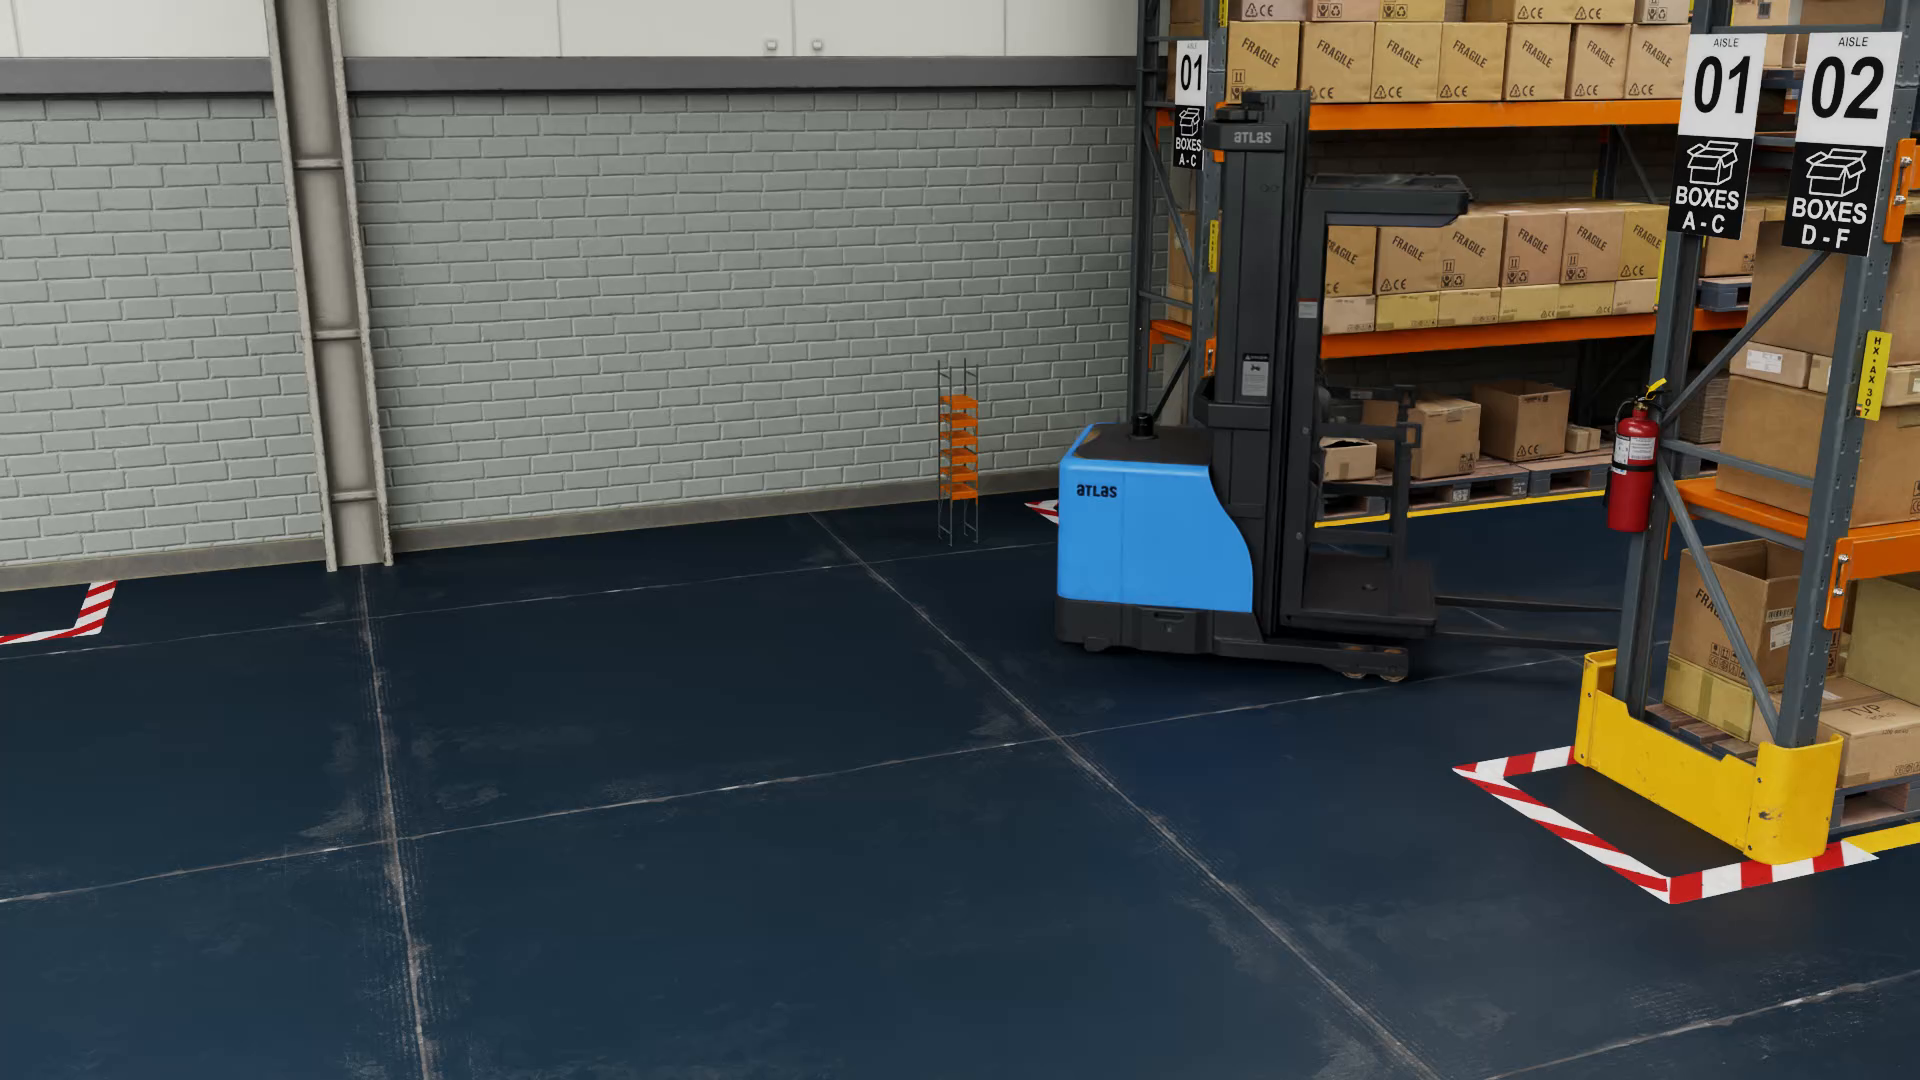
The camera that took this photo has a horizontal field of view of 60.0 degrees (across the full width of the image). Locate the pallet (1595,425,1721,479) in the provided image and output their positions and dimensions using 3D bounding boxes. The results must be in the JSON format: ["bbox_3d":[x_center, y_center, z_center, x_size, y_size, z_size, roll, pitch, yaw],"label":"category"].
[{"bbox_3d":[5.887,-0.752,13.284,1.213,0.211,1.003,-6,17,-20],"label":"pallet"}]

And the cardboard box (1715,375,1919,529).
[{"bbox_3d":[3.642,-0.396,6.946,0.500,0.500,0.700,-6,17,-20],"label":"cardboard box"}]

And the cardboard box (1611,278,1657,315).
[{"bbox_3d":[4.826,-1.821,12.206,0.500,0.250,0.500,-6,17,-20],"label":"cardboard box"}]

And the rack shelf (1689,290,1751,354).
[{"bbox_3d":[7.028,-1.867,13.410,4.000,0.370,1.077,-6,17,-20],"label":"rack shelf"}]

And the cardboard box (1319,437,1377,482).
[{"bbox_3d":[2.636,-0.632,11.918,0.500,0.311,0.500,-5,17,-15],"label":"cardboard box"}]

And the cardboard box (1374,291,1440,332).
[{"bbox_3d":[2.952,-1.617,11.511,0.500,0.250,0.500,-6,18,-21],"label":"cardboard box"}]

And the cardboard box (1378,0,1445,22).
[{"bbox_3d":[2.833,-3.651,10.896,0.500,0.500,0.500,-6,17,-19],"label":"cardboard box"}]

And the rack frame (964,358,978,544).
[{"bbox_3d":[0.072,-0.583,10.956,0.006,1.200,0.240,-6,17,-20],"label":"rack frame"}]

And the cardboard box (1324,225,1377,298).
[{"bbox_3d":[2.444,-1.921,11.217,0.500,0.500,0.500,-6,17,-20],"label":"cardboard box"}]

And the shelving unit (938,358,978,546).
[{"bbox_3d":[-0.014,-0.574,10.924,0.189,1.200,0.258,-6,17,-20],"label":"shelving unit"}]

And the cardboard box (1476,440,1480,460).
[{"bbox_3d":[3.660,-0.698,12.431,0.250,0.149,0.380,-8,18,-25],"label":"cardboard box"}]

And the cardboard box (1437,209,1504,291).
[{"bbox_3d":[3.406,-2.027,11.576,0.500,0.500,0.500,-6,17,-18],"label":"cardboard box"}]

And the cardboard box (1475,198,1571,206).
[{"bbox_3d":[4.162,-2.265,12.386,0.500,0.500,0.500,-6,17,-20],"label":"cardboard box"}]

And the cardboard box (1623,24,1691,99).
[{"bbox_3d":[4.775,-3.391,11.787,0.500,0.500,0.500,-6,17,-19],"label":"cardboard box"}]

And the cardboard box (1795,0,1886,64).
[{"bbox_3d":[3.739,-2.119,6.489,0.637,0.503,0.797,-5,17,-16],"label":"cardboard box"}]

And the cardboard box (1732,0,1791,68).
[{"bbox_3d":[5.699,-3.734,12.242,0.500,0.500,0.500,-4,17,-12],"label":"cardboard box"}]

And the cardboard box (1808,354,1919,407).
[{"bbox_3d":[3.645,-0.647,6.648,0.250,0.149,0.380,-6,18,-20],"label":"cardboard box"}]

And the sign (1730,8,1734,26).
[{"bbox_3d":[5.362,-3.556,11.643,0.005,0.325,0.100,-6,17,-20],"label":"sign"}]

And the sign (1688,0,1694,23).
[{"bbox_3d":[3.020,-2.275,6.766,0.005,0.325,0.100,-6,17,-20],"label":"sign"}]

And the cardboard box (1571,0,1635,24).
[{"bbox_3d":[4.279,-3.807,11.428,0.500,0.500,0.500,-5,17,-17],"label":"cardboard box"}]

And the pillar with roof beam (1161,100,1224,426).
[{"bbox_3d":[3.310,-3.651,7.562,0.400,9.000,9.100,-6,17,-20],"label":"pillar with roof beam"}]

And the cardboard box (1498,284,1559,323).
[{"bbox_3d":[3.894,-1.718,11.856,0.500,0.250,0.500,-6,17,-20],"label":"cardboard box"}]

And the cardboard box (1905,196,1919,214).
[{"bbox_3d":[7.305,-2.492,13.301,0.500,0.500,0.700,-6,17,-20],"label":"cardboard box"}]

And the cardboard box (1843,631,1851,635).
[{"bbox_3d":[4.525,0.577,7.945,0.500,0.250,0.500,-6,17,-20],"label":"cardboard box"}]

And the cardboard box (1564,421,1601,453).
[{"bbox_3d":[4.671,-0.801,12.749,0.250,0.166,0.380,-9,18,-27],"label":"cardboard box"}]

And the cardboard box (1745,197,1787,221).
[{"bbox_3d":[6.172,-2.367,12.876,0.500,0.500,0.700,-4,17,-14],"label":"cardboard box"}]

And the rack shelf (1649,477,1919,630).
[{"bbox_3d":[5.069,-0.161,7.600,4.000,0.370,1.077,-6,17,-20],"label":"rack shelf"}]

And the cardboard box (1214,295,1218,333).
[{"bbox_3d":[1.994,-1.511,11.150,0.500,0.250,0.500,-7,18,-22],"label":"cardboard box"}]

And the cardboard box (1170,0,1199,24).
[{"bbox_3d":[1.734,-3.696,11.051,0.500,0.500,0.500,-5,17,-18],"label":"cardboard box"}]

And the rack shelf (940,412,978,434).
[{"bbox_3d":[-0.014,-0.762,10.869,0.180,0.103,0.258,-6,17,-20],"label":"rack shelf"}]

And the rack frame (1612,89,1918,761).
[{"bbox_3d":[3.201,-0.305,6.812,0.127,3.000,1.000,-6,17,-20],"label":"rack frame"}]

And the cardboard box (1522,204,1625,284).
[{"bbox_3d":[4.365,-2.127,11.919,0.500,0.500,0.500,-6,17,-20],"label":"cardboard box"}]

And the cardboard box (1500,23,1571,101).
[{"bbox_3d":[3.796,-3.278,11.401,0.500,0.500,0.500,-7,18,-22],"label":"cardboard box"}]

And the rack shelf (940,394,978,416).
[{"bbox_3d":[-0.014,-0.877,10.835,0.180,0.103,0.258,-6,17,-20],"label":"rack shelf"}]

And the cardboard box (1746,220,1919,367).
[{"bbox_3d":[3.691,-1.024,6.782,0.500,0.500,0.700,-6,17,-20],"label":"cardboard box"}]

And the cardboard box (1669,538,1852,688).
[{"bbox_3d":[3.595,0.321,7.485,0.500,0.500,0.500,-6,17,-20],"label":"cardboard box"}]

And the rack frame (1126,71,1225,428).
[{"bbox_3d":[1.425,-1.608,11.249,0.127,3.000,1.000,-6,17,-20],"label":"rack frame"}]

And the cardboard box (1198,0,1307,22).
[{"bbox_3d":[1.872,-3.559,10.583,0.500,0.500,0.500,-8,18,-24],"label":"cardboard box"}]

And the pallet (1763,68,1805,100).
[{"bbox_3d":[5.775,-3.394,12.342,1.003,0.211,1.213,-6,17,-20],"label":"pallet"}]

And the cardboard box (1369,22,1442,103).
[{"bbox_3d":[2.825,-3.170,11.034,0.500,0.500,0.500,-5,17,-18],"label":"cardboard box"}]

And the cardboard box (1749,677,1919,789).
[{"bbox_3d":[3.782,0.818,7.125,0.500,0.250,0.500,-6,17,-20],"label":"cardboard box"}]

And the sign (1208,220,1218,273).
[{"bbox_3d":[1.619,-1.880,10.641,0.005,0.325,0.100,-6,17,-20],"label":"sign"}]

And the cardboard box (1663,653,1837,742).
[{"bbox_3d":[3.596,0.681,7.589,0.500,0.250,0.500,-6,17,-20],"label":"cardboard box"}]

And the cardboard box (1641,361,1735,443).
[{"bbox_3d":[5.842,-1.101,13.180,0.500,0.500,0.700,-6,17,-18],"label":"cardboard box"}]

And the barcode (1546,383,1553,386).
[{"bbox_3d":[4.570,-1.185,12.897,0.075,0.075,0.001,-6,17,-20],"label":"barcode"}]

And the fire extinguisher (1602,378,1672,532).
[{"bbox_3d":[2.925,-0.378,7.198,0.183,0.674,0.296,-6,17,-20],"label":"fire extinguisher"}]

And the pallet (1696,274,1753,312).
[{"bbox_3d":[5.926,-1.958,12.781,1.213,0.211,1.003,-6,17,-20],"label":"pallet"}]

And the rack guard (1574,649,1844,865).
[{"bbox_3d":[3.179,0.897,7.156,0.348,0.500,1.175,-6,17,-20],"label":"rack guard"}]

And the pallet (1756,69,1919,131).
[{"bbox_3d":[3.871,-1.766,6.621,1.213,0.211,1.003,-6,17,-20],"label":"pallet"}]

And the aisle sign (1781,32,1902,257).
[{"bbox_3d":[3.249,-1.465,6.148,0.004,0.787,0.394,-6,17,-20],"label":"aisle sign"}]

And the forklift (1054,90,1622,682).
[{"bbox_3d":[2.085,-0.838,8.749,3.031,2.935,1.130,4,17,13],"label":"forklift"}]

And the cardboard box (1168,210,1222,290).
[{"bbox_3d":[1.789,-2.008,11.514,0.500,0.500,0.500,-6,18,-21],"label":"cardboard box"}]

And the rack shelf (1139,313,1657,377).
[{"bbox_3d":[3.293,-1.464,12.037,4.000,0.370,1.077,-6,17,-20],"label":"rack shelf"}]

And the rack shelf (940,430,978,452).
[{"bbox_3d":[-0.014,-0.647,10.903,0.180,0.103,0.258,-6,17,-20],"label":"rack shelf"}]

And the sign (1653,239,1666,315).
[{"bbox_3d":[3.020,-1.118,7.106,0.005,0.325,0.100,-6,17,-20],"label":"sign"}]

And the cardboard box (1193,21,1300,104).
[{"bbox_3d":[1.827,-3.072,10.700,0.500,0.500,0.500,-6,17,-19],"label":"cardboard box"}]
